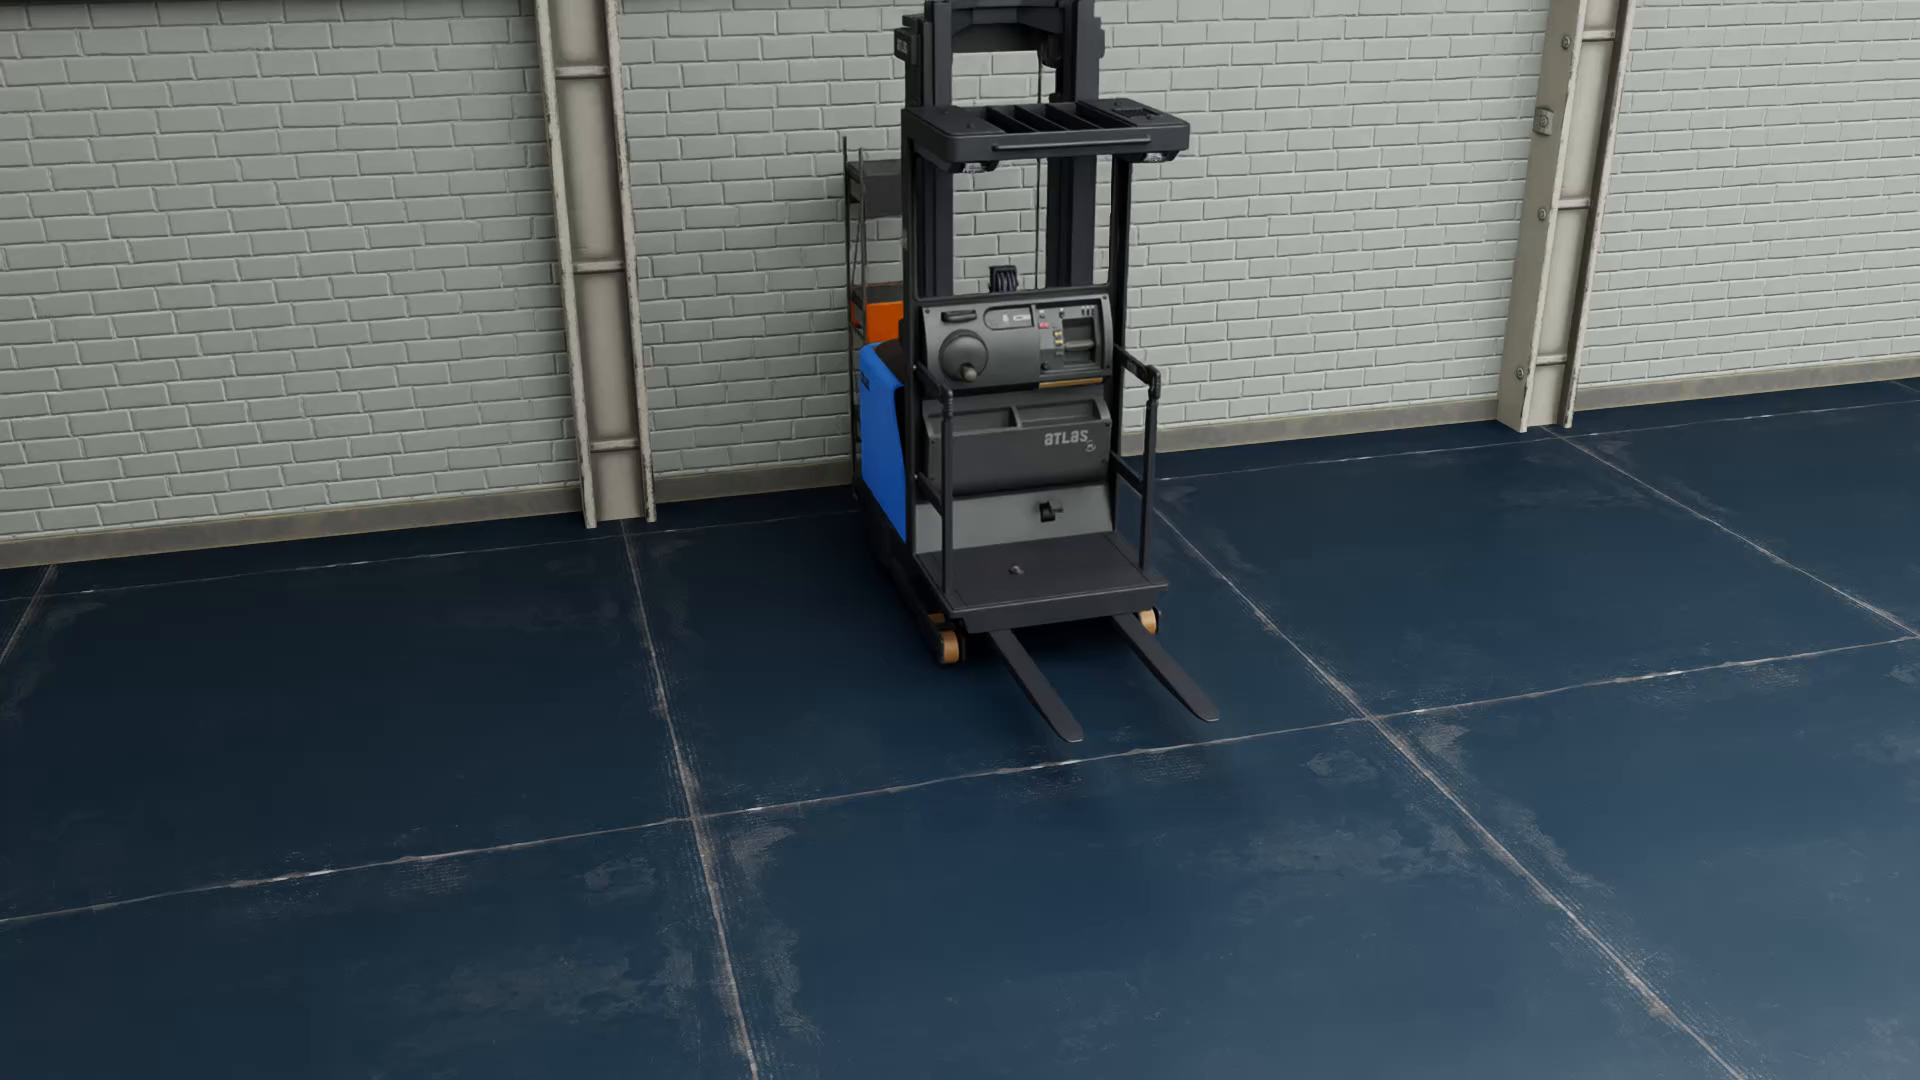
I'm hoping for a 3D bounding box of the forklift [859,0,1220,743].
[{"bbox_3d":[0.340,-0.928,7.697,1.130,2.935,3.031,-7,24,-15],"label":"forklift"}]

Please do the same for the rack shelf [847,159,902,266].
[{"bbox_3d":[-0.341,-1.819,9.087,0.480,0.518,0.431,-7,24,-16],"label":"rack shelf"}]

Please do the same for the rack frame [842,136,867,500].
[{"bbox_3d":[-0.574,-1.160,9.291,0.015,2.100,0.400,-7,24,-16],"label":"rack frame"}]

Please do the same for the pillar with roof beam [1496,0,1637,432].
[{"bbox_3d":[4.976,-3.285,5.494,0.400,9.000,9.100,-6,24,-14],"label":"pillar with roof beam"}]

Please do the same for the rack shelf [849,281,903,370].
[{"bbox_3d":[-0.341,-1.176,9.363,0.480,0.518,0.431,-7,24,-16],"label":"rack shelf"}]

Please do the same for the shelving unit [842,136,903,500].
[{"bbox_3d":[-0.341,-1.189,9.357,0.503,2.100,0.431,-7,24,-16],"label":"shelving unit"}]

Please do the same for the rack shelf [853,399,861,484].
[{"bbox_3d":[-0.341,-0.533,9.639,0.480,0.518,0.431,-7,24,-16],"label":"rack shelf"}]
